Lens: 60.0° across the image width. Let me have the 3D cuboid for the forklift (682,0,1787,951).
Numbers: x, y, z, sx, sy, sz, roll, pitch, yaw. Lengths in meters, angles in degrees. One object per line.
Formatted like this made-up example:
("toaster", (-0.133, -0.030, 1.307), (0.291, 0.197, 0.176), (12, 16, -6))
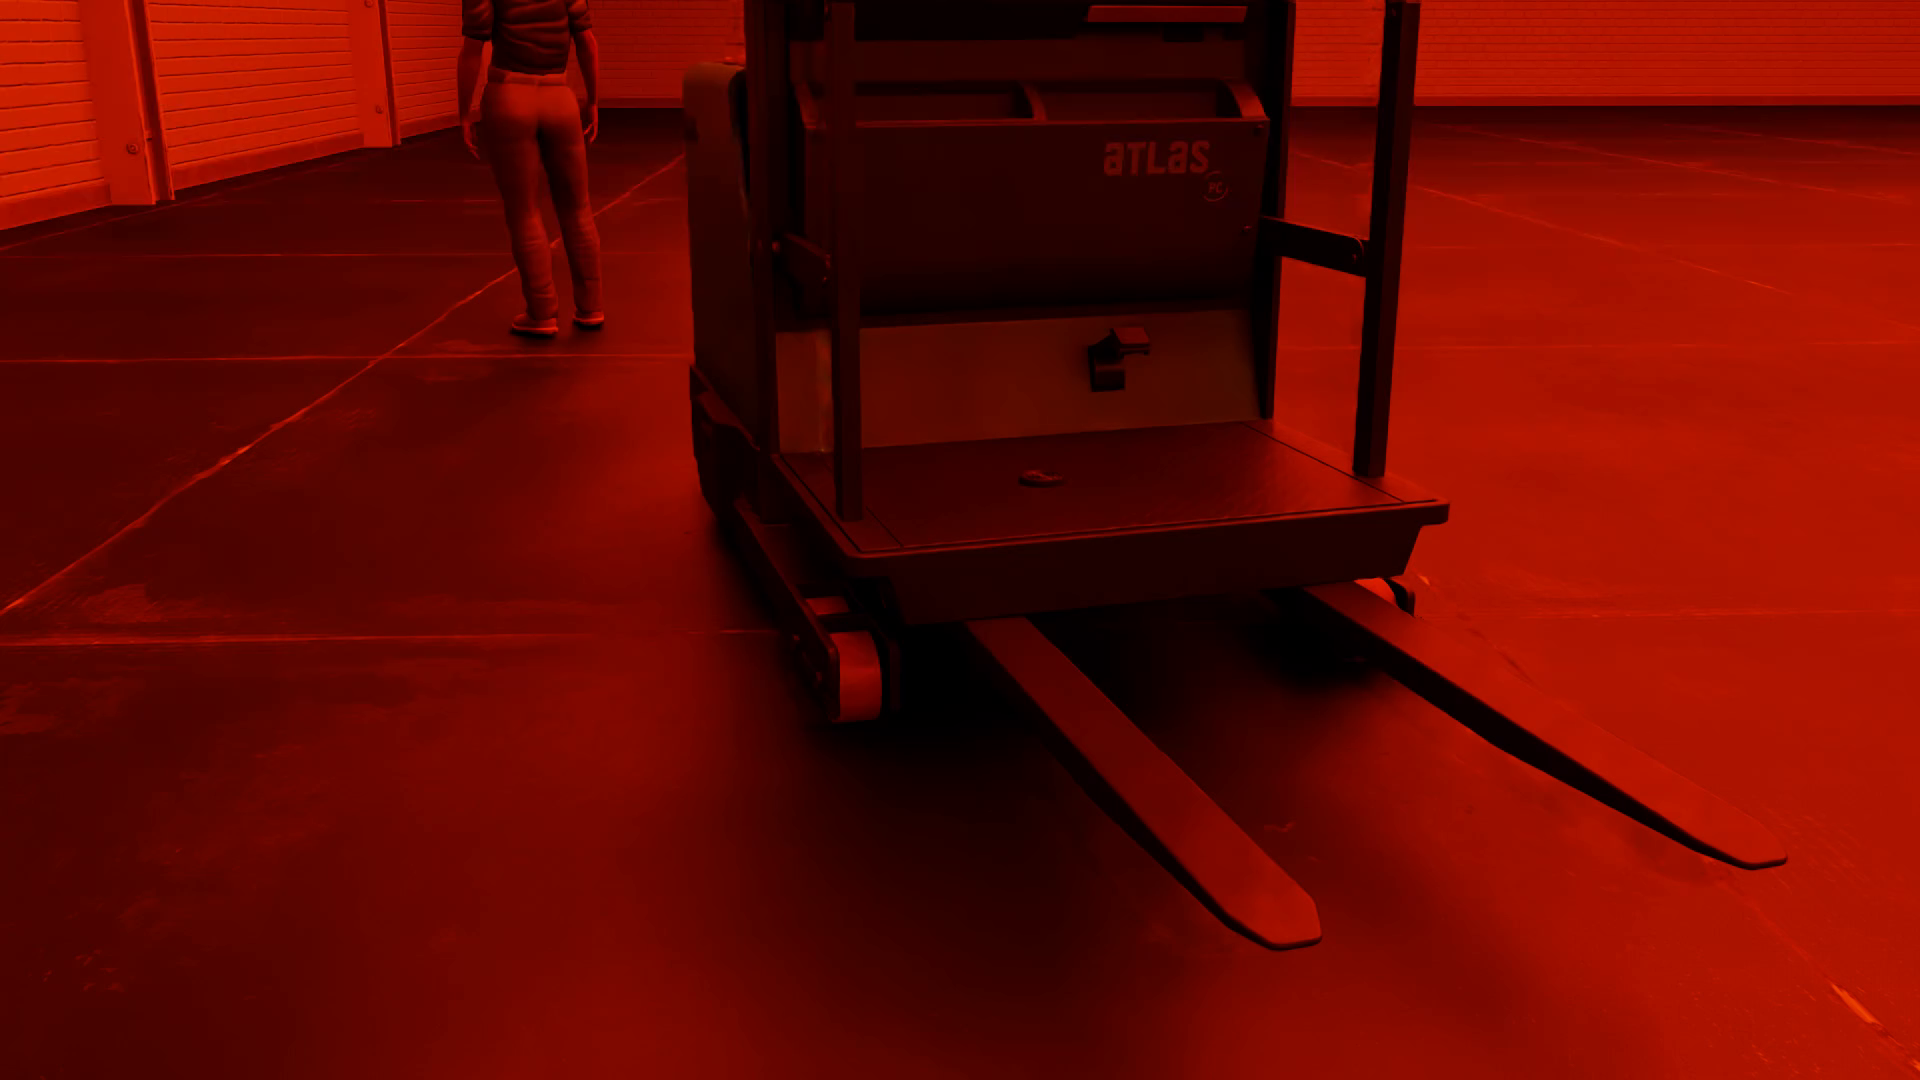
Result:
("forklift", (0.207, -1.211, 2.867), (1.130, 2.935, 3.031), (-5, 18, -16))

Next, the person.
("person", (-1.646, -1.620, 6.364), (0.569, 1.654, 0.504), (-9, 19, -28))
